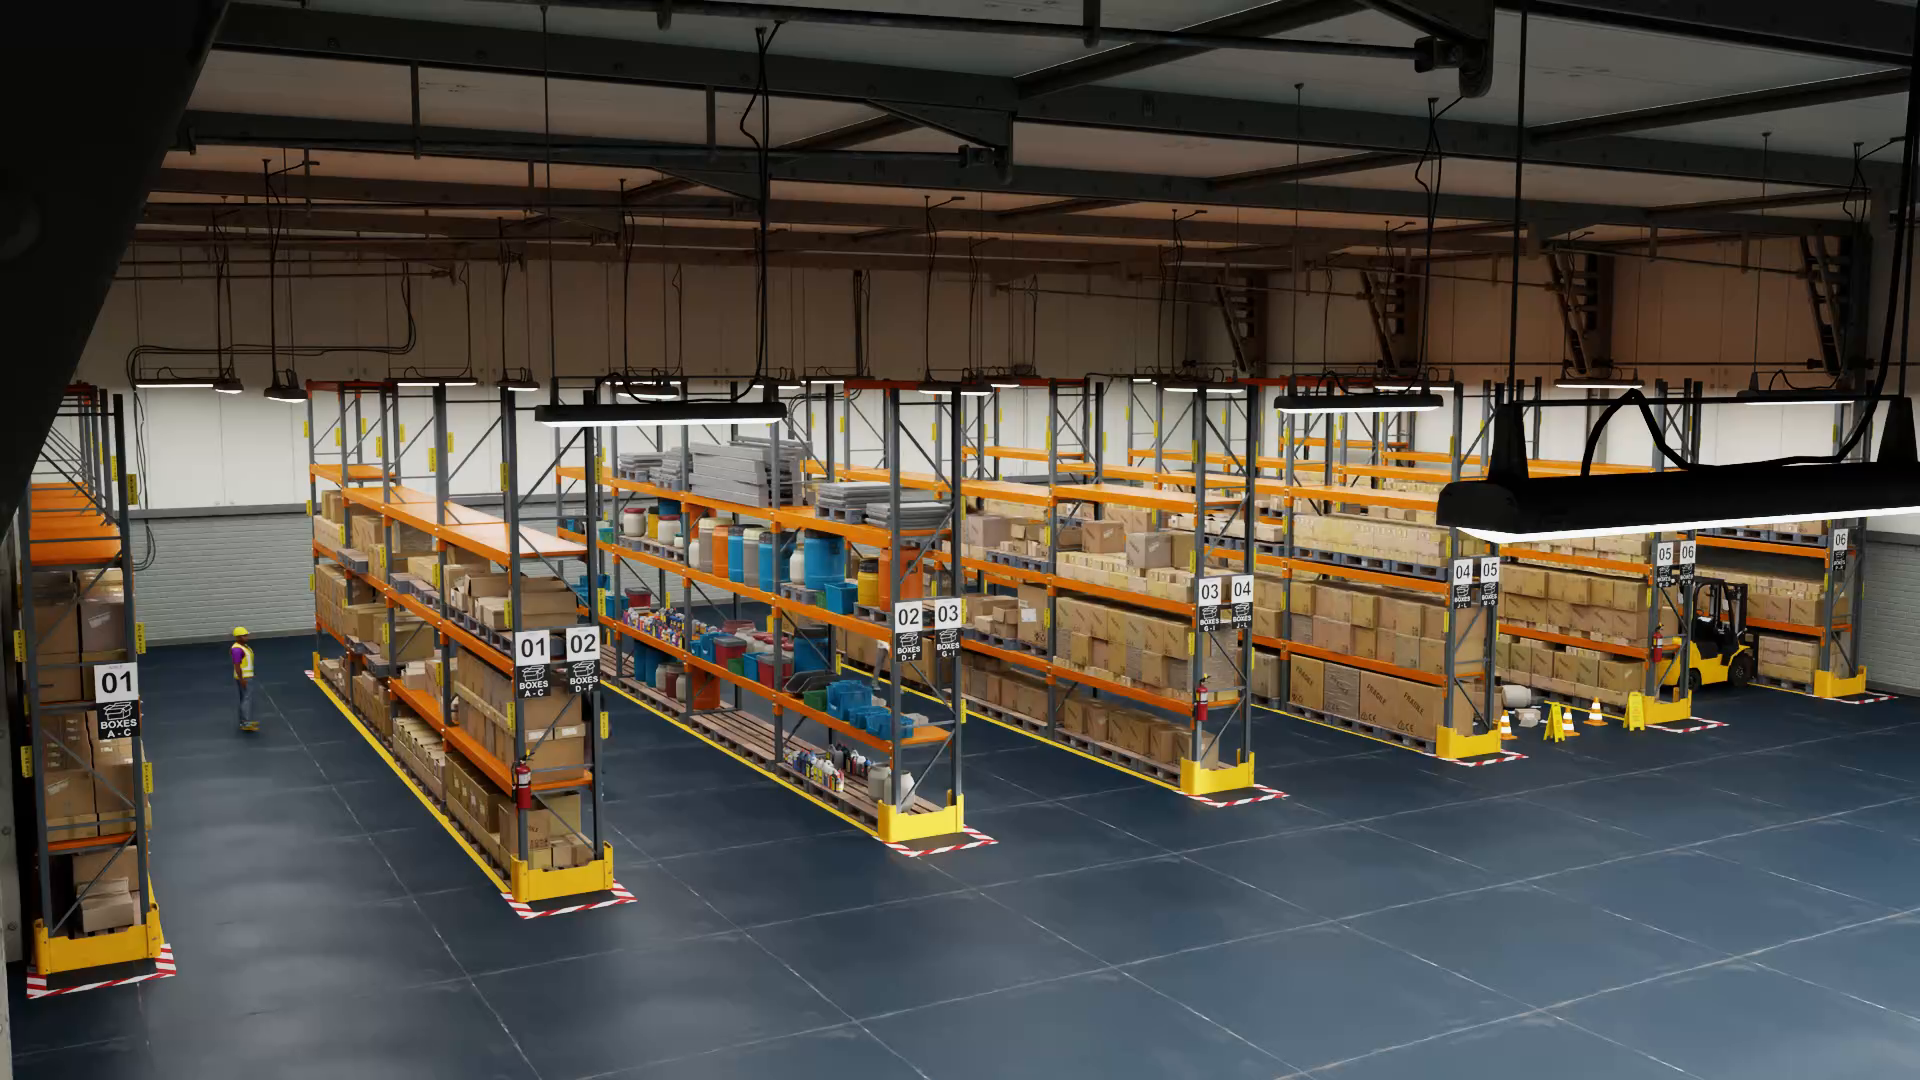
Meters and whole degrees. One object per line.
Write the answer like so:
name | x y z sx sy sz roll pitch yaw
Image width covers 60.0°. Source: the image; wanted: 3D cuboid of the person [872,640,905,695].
person | -1.335 1.987 30.406 0.457 1.637 0.936 -4 7 -31

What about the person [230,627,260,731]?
person | -12.402 2.400 28.829 0.438 1.793 0.596 -3 7 -29

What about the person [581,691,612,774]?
person | -5.582 2.809 25.387 0.509 1.757 0.684 -1 6 -14

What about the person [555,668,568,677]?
person | -7.085 2.316 29.772 0.621 1.743 0.596 4 8 36
